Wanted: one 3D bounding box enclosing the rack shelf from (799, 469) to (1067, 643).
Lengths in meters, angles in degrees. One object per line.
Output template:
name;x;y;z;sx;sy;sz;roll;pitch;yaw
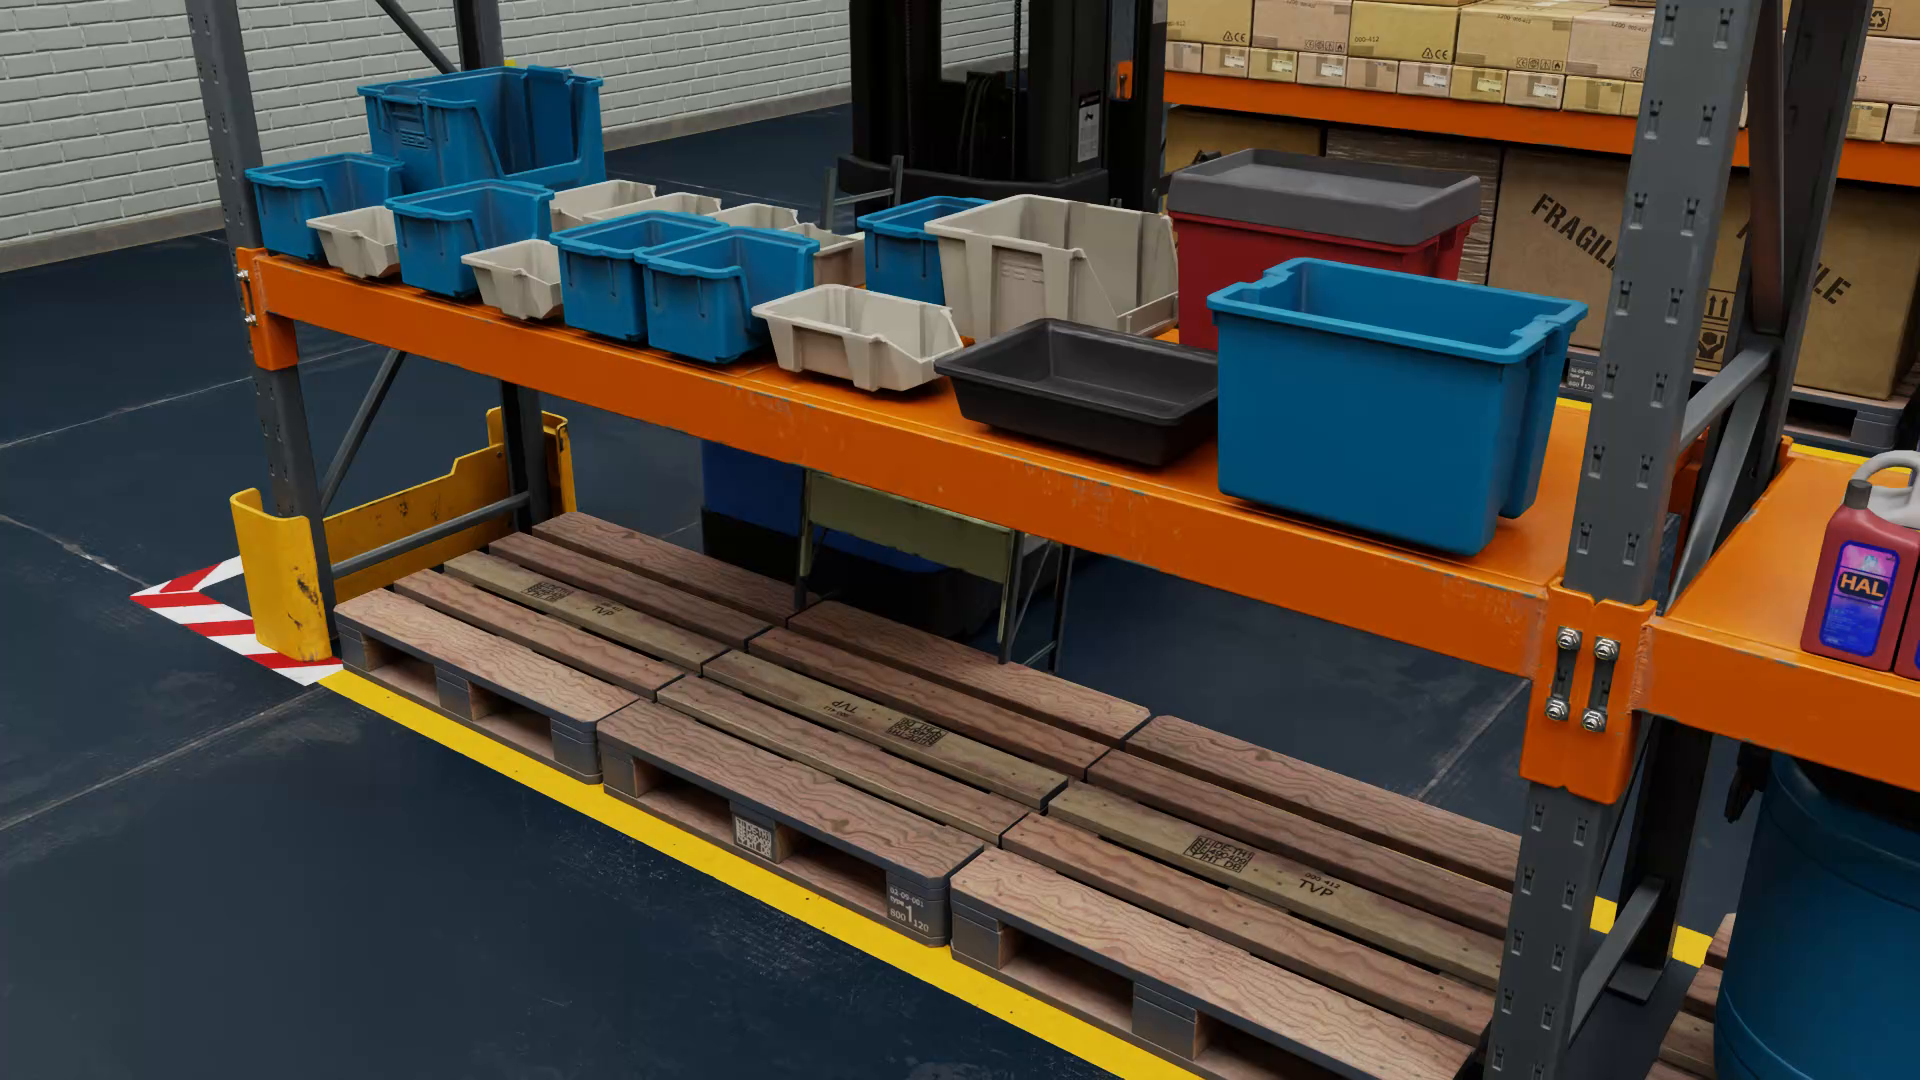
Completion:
rack shelf;-0.070;-0.020;5.125;0.720;0.370;0.431;17;24;26

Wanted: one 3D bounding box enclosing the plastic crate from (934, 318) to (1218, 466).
plastic crate;0.299;-0.313;3.507;0.590;0.125;0.437;17;29;33

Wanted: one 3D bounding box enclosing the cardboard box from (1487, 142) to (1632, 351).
cardboard box;3.126;-1.448;7.931;0.875;0.875;0.875;17;29;33

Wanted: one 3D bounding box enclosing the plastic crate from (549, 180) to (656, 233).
plastic crate;-1.084;-0.963;4.968;0.243;0.136;0.396;17;29;33

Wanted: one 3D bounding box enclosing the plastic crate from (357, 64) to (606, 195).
plastic crate;-1.465;-1.218;5.175;0.499;0.435;0.616;17;29;33

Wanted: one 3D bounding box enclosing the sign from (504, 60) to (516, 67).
sign;-1.528;-1.451;5.620;0.005;0.325;0.100;17;29;33

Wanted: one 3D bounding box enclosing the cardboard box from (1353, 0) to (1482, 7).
cardboard box;2.166;-2.756;7.672;0.500;0.500;0.500;16;28;32

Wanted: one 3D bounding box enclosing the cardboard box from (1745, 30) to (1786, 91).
cardboard box;3.400;-2.039;6.976;0.500;0.250;0.500;18;29;35

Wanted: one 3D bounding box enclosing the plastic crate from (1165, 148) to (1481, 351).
plastic crate;0.791;-0.581;3.695;0.583;0.464;0.402;17;29;33

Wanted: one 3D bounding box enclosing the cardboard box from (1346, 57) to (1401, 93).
cardboard box;2.035;-2.238;7.920;0.250;0.149;0.380;16;28;32

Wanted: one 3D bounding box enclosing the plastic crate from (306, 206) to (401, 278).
plastic crate;-1.638;-0.831;4.669;0.298;0.136;0.250;17;29;33

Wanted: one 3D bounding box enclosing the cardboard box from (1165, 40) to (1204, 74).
cardboard box;1.211;-2.486;8.482;0.250;0.149;0.380;17;29;34

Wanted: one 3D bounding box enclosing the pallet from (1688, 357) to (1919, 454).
pallet;3.764;-0.759;7.710;1.213;0.211;1.003;17;29;33

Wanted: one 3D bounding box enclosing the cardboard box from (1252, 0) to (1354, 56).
cardboard box;1.767;-2.534;8.097;0.500;0.250;0.500;16;29;33

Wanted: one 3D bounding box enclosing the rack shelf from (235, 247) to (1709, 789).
rack shelf;-0.245;-0.382;4.289;4.000;0.370;1.077;17;29;33

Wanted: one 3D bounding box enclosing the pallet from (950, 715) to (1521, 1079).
pallet;0.744;0.883;3.983;1.213;0.211;1.003;17;29;33

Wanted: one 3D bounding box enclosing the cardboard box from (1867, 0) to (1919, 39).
cardboard box;3.798;-2.261;6.549;0.500;0.500;0.500;18;29;35

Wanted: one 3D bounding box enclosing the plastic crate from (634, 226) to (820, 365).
plastic crate;-0.551;-0.589;3.999;0.300;0.233;0.416;17;29;33

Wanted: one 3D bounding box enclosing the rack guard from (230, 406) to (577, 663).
rack guard;-1.872;-0.052;5.749;0.348;0.500;1.175;17;29;33

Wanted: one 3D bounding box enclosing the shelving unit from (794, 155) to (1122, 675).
shelving unit;-0.038;-0.321;5.004;0.755;1.500;0.431;17;24;26

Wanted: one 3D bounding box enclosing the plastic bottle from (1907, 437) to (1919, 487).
plastic bottle;1.865;-0.180;3.092;0.135;0.276;0.152;17;29;33

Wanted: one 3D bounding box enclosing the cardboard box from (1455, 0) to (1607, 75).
cardboard box;2.588;-2.286;7.536;0.500;0.250;0.500;16;28;32

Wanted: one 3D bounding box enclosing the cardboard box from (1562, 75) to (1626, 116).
cardboard box;2.857;-1.989;7.356;0.250;0.149;0.380;16;29;32

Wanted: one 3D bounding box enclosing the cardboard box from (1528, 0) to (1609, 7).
cardboard box;2.904;-2.458;7.926;0.500;0.250;0.500;17;29;33

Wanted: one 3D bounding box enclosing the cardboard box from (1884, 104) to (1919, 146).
cardboard box;3.886;-1.679;6.651;0.250;0.149;0.380;17;29;34

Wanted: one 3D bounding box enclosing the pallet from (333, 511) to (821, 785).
pallet;-1.209;0.293;5.323;1.213;0.211;1.003;17;29;33

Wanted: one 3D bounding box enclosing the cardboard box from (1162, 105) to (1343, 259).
cardboard box;1.685;-1.884;8.919;0.875;0.875;0.875;17;29;33

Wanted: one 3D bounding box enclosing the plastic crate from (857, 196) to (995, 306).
plastic crate;-0.048;-0.732;4.324;0.300;0.233;0.416;17;29;33

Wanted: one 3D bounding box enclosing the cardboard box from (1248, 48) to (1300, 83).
cardboard box;1.623;-2.362;8.202;0.250;0.149;0.380;16;28;32

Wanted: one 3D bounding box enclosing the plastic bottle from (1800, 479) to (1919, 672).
plastic bottle;1.393;0.052;2.556;0.133;0.283;0.061;17;29;33

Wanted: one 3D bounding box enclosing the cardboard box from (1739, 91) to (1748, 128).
cardboard box;3.268;-1.865;7.074;0.250;0.149;0.380;17;29;34

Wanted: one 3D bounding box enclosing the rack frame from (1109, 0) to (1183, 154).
rack frame;1.125;-2.793;8.868;0.127;3.000;1.000;17;29;33

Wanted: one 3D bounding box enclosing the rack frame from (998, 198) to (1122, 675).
rack frame;0.277;-0.223;4.846;0.023;1.500;0.400;17;24;26

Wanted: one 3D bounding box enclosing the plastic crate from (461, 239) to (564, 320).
plastic crate;-1.095;-0.667;4.297;0.298;0.136;0.250;17;29;33

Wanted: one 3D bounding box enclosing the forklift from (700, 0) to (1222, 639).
forklift;0.367;-1.548;6.127;1.130;2.935;3.031;16;28;32

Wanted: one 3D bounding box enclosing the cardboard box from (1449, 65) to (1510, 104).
cardboard box;2.443;-2.114;7.639;0.250;0.149;0.380;16;28;32

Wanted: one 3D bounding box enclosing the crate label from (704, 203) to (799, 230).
crate label;-0.623;-0.829;4.663;0.243;0.136;0.396;17;29;33

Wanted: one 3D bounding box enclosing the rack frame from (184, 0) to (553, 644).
rack frame;-1.845;-1.195;5.241;0.127;3.000;1.000;17;29;33
